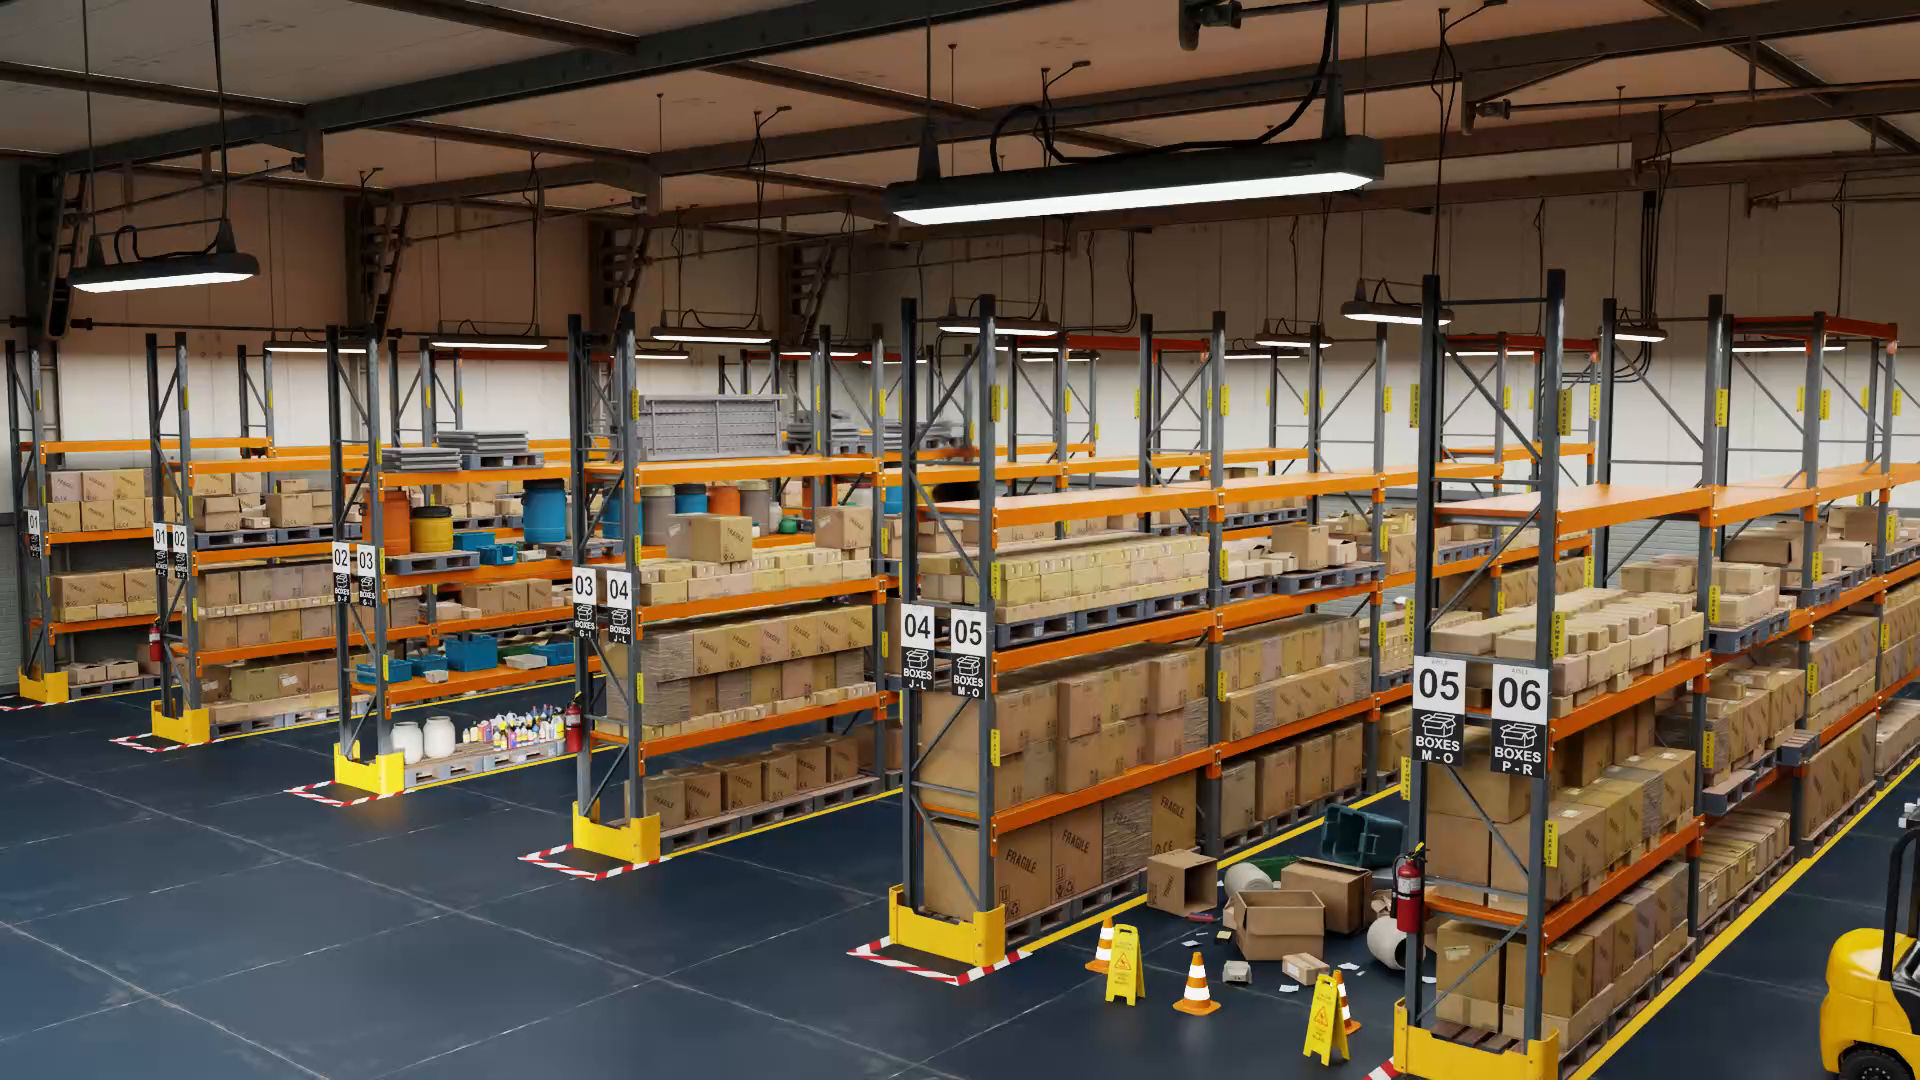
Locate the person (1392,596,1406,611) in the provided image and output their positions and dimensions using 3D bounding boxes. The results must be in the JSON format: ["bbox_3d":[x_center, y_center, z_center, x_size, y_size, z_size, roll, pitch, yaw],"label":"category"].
[{"bbox_3d":[7.305,1.833,27.314,0.786,1.833,0.648,-5,7,-42],"label":"person"}]

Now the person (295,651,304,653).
[{"bbox_3d":[-11.008,1.770,27.646,0.664,1.823,0.824,3,6,33],"label":"person"}]
